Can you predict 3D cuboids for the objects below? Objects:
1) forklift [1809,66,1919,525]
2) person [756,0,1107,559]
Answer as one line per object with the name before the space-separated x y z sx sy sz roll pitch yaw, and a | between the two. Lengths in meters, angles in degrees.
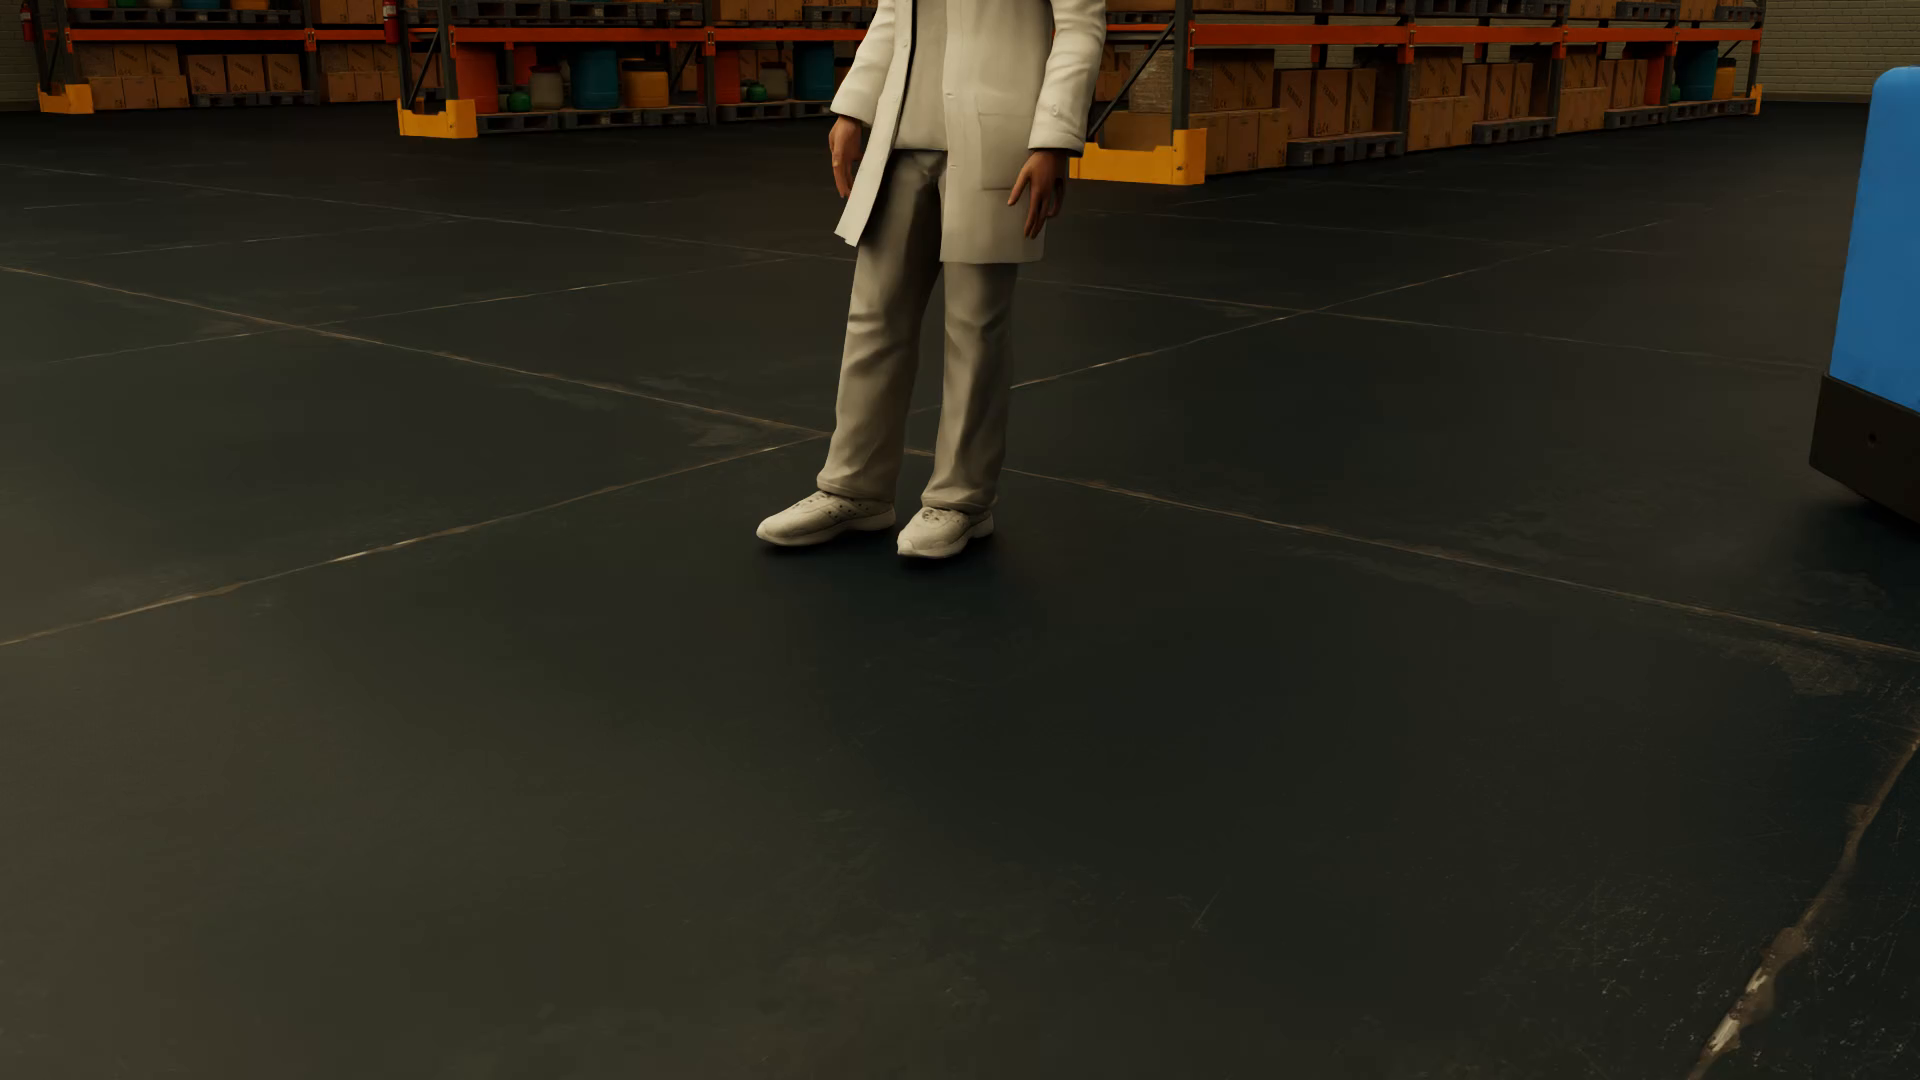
forklift | 3.711 -1.386 3.460 3.031 2.935 1.130 0 17 2
person | -0.061 -0.832 3.620 0.696 1.763 0.581 13 21 37
